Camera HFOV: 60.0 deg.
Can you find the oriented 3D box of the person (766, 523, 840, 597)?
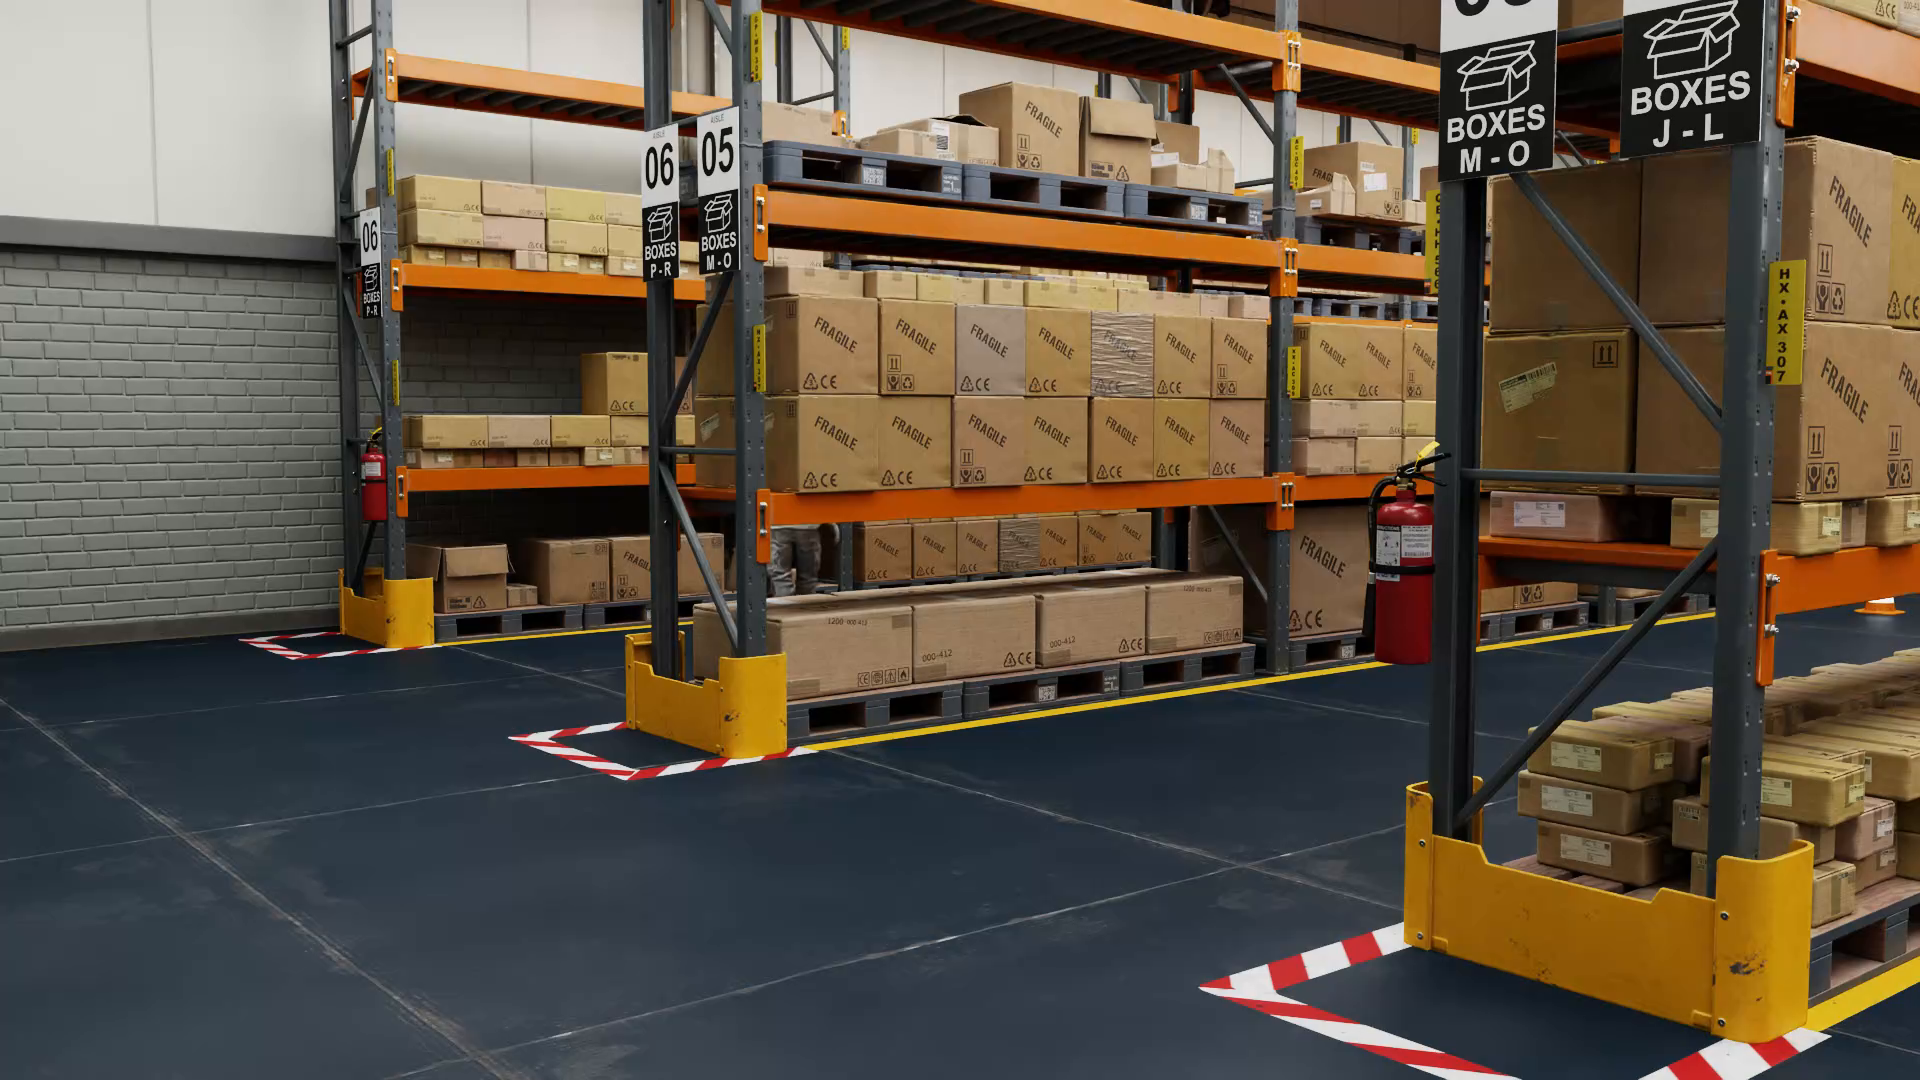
[{"bbox_3d":[-1.181,-0.088,11.952,0.642,1.789,0.609,-1,4,-10],"label":"person"}]
